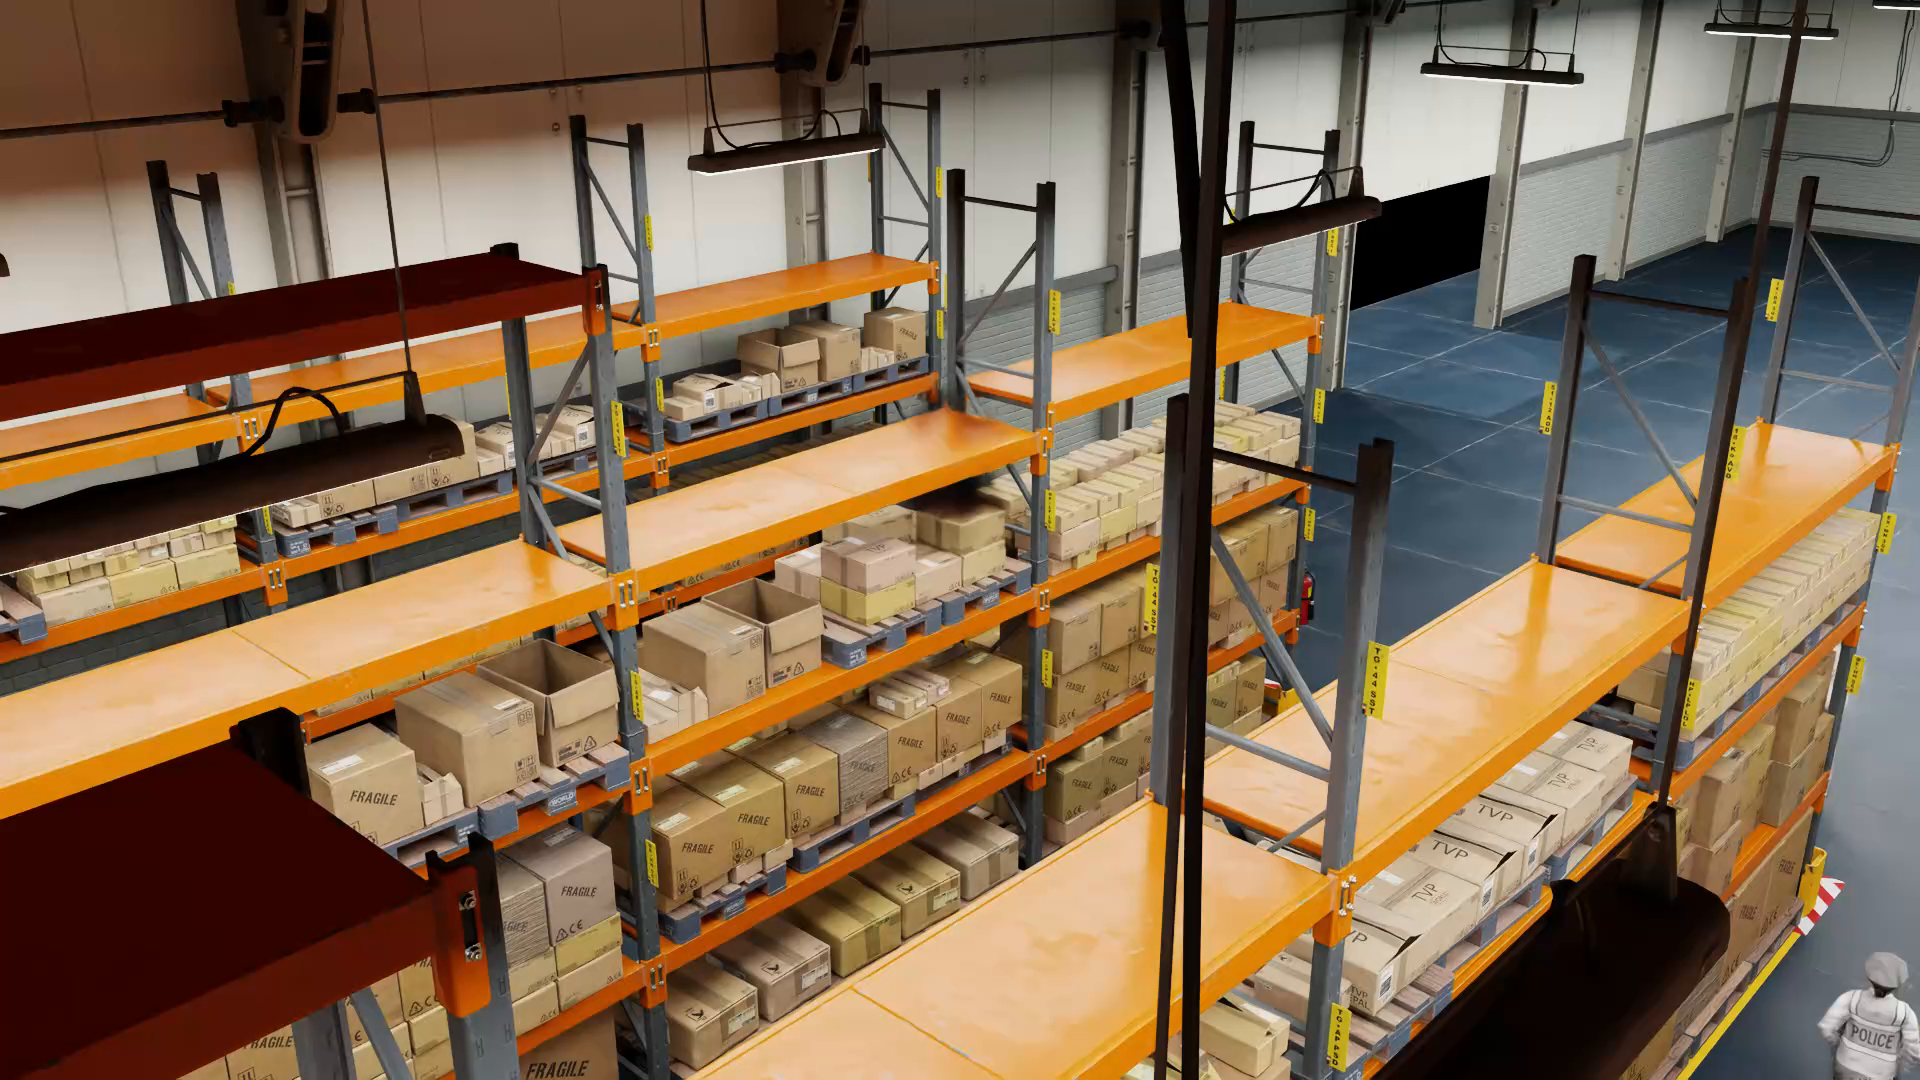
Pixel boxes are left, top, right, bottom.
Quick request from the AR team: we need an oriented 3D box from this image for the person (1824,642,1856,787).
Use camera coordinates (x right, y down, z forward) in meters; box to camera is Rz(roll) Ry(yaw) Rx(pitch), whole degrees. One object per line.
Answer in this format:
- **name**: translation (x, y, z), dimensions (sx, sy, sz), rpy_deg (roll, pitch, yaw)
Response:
- **person**: translation (8.139, 1.556, 15.798), dimensions (0.612, 1.738, 0.739), rpy_deg (2, 21, 5)

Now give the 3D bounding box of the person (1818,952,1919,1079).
- **person**: translation (5.877, 3.467, 10.838), dimensions (0.603, 1.648, 0.593), rpy_deg (13, 25, 31)
